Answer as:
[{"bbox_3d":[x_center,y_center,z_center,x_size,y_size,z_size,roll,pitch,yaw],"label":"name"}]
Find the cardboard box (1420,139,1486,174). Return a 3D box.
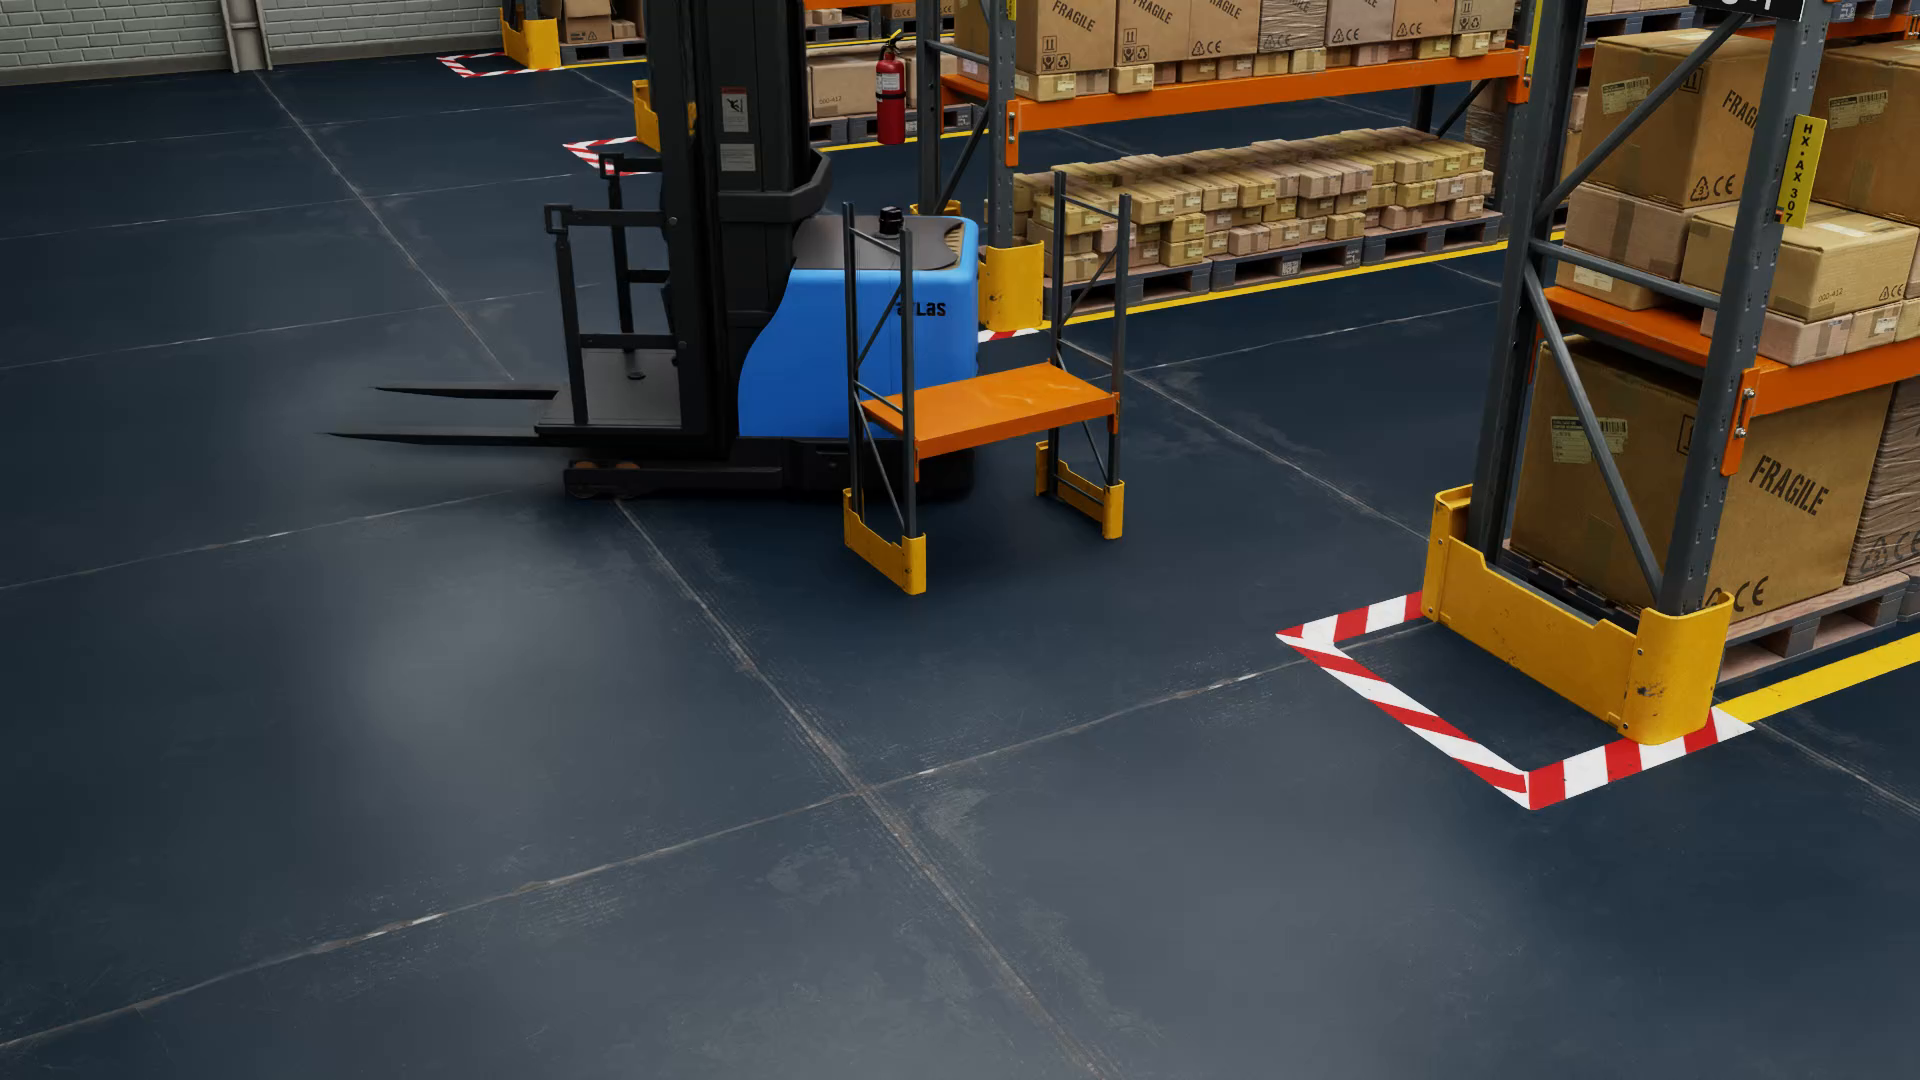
[{"bbox_3d":[3.360,-2.622,11.367,0.250,0.149,0.380,-12,28,-24],"label":"cardboard box"}]

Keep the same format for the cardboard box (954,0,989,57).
[{"bbox_3d":[0.297,-3.176,9.940,0.500,0.500,0.500,-12,28,-24],"label":"cardboard box"}]

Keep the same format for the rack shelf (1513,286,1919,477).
[{"bbox_3d":[4.031,-0.975,6.647,4.000,0.370,1.077,-13,29,-25],"label":"rack shelf"}]

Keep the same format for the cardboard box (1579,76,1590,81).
[{"bbox_3d":[4.796,-3.181,11.947,0.500,0.250,0.500,-12,28,-24],"label":"cardboard box"}]

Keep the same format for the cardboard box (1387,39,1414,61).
[{"bbox_3d":[2.710,-3.209,10.758,0.250,0.149,0.380,-14,29,-27],"label":"cardboard box"}]

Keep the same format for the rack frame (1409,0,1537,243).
[{"bbox_3d":[3.551,-3.622,11.328,0.127,3.000,1.000,-13,29,-25],"label":"rack frame"}]

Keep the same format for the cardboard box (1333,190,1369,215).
[{"bbox_3d":[2.479,-2.280,10.999,0.250,0.149,0.380,-12,28,-24],"label":"cardboard box"}]

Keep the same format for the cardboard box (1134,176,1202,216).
[{"bbox_3d":[1.293,-2.143,10.369,0.250,0.149,0.380,-15,29,-28],"label":"cardboard box"}]

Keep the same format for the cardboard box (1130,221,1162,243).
[{"bbox_3d":[1.047,-1.972,10.356,0.250,0.149,0.380,-13,28,-24],"label":"cardboard box"}]

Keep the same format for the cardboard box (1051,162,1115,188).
[{"bbox_3d":[0.787,-2.315,10.726,0.250,0.149,0.380,-14,29,-26],"label":"cardboard box"}]

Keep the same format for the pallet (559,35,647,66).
[{"bbox_3d":[-3.966,-5.493,18.447,1.213,0.211,1.003,-13,29,-25],"label":"pallet"}]

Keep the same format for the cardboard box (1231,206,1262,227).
[{"bbox_3d":[1.734,-2.144,10.715,0.250,0.149,0.380,-11,28,-22],"label":"cardboard box"}]

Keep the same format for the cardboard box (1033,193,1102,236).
[{"bbox_3d":[0.644,-1.956,9.980,0.250,0.149,0.380,-14,29,-27],"label":"cardboard box"}]

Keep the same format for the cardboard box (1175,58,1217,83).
[{"bbox_3d":[1.345,-2.888,10.089,0.250,0.149,0.380,-13,29,-26],"label":"cardboard box"}]

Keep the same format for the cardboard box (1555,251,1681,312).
[{"bbox_3d":[2.426,-0.977,6.110,0.250,0.149,0.380,-12,28,-24],"label":"cardboard box"}]

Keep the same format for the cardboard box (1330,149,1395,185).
[{"bbox_3d":[2.671,-2.479,11.068,0.250,0.149,0.380,-12,28,-23],"label":"cardboard box"}]

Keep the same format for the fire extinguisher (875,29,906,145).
[{"bbox_3d":[-0.418,-2.729,9.989,0.183,0.674,0.296,-13,29,-25],"label":"fire extinguisher"}]

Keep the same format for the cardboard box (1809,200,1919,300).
[{"bbox_3d":[3.273,-1.062,5.825,0.500,0.250,0.500,-13,29,-26],"label":"cardboard box"}]

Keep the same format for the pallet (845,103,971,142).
[{"bbox_3d":[-0.653,-3.859,15.044,1.213,0.211,1.003,-13,29,-25],"label":"pallet"}]

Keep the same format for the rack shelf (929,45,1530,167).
[{"bbox_3d":[1.786,-2.890,10.635,4.000,0.370,1.077,-13,29,-25],"label":"rack shelf"}]

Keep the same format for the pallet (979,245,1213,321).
[{"bbox_3d":[0.822,-1.717,10.583,1.213,0.211,1.003,-13,29,-25],"label":"pallet"}]

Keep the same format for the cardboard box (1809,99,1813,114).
[{"bbox_3d":[6.163,-3.161,12.770,0.500,0.500,0.500,-12,28,-23],"label":"cardboard box"}]

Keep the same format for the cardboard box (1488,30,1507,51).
[{"bbox_3d":[3.409,-3.361,11.075,0.250,0.149,0.380,-13,29,-26],"label":"cardboard box"}]

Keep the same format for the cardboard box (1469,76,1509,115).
[{"bbox_3d":[4.089,-3.271,12.133,0.500,0.250,0.500,-14,29,-26],"label":"cardboard box"}]

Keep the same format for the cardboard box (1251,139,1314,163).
[{"bbox_3d":[2.196,-2.617,11.356,0.250,0.149,0.380,-12,28,-24],"label":"cardboard box"}]

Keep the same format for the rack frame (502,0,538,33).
[{"bbox_3d":[-4.736,-6.572,17.472,0.127,3.000,1.000,-13,29,-25],"label":"rack frame"}]

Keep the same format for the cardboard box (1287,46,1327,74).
[{"bbox_3d":[2.064,-3.015,10.354,0.250,0.149,0.380,-12,28,-24],"label":"cardboard box"}]

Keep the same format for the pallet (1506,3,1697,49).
[{"bbox_3d":[4.294,-3.635,11.578,1.213,0.211,1.003,-13,29,-25],"label":"pallet"}]

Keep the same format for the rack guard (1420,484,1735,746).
[{"bbox_3d":[2.245,0.240,6.174,0.348,0.500,1.175,-13,29,-25],"label":"rack guard"}]

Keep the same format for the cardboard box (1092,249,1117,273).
[{"bbox_3d":[0.827,-1.780,10.301,0.250,0.149,0.380,-13,29,-25],"label":"cardboard box"}]

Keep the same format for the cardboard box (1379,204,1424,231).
[{"bbox_3d":[2.894,-2.216,11.209,0.250,0.149,0.380,-14,29,-27],"label":"cardboard box"}]

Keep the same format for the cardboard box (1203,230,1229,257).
[{"bbox_3d":[1.500,-1.932,10.617,0.250,0.149,0.380,-13,29,-25],"label":"cardboard box"}]

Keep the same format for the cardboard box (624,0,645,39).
[{"bbox_3d":[-3.379,-5.882,18.438,0.500,0.500,0.700,-12,28,-23],"label":"cardboard box"}]

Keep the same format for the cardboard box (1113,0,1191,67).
[{"bbox_3d":[1.008,-3.091,9.763,0.500,0.500,0.500,-13,29,-25],"label":"cardboard box"}]

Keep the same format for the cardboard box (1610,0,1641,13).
[{"bbox_3d":[4.357,-3.661,11.215,0.250,0.149,0.380,-13,28,-24],"label":"cardboard box"}]

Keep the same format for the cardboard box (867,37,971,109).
[{"bbox_3d":[-0.261,-4.256,15.125,0.875,0.438,0.875,-14,29,-27],"label":"cardboard box"}]

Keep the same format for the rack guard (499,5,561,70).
[{"bbox_3d":[-4.669,-5.460,18.045,0.348,0.500,1.175,-13,29,-25],"label":"rack guard"}]

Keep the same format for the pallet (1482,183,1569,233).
[{"bbox_3d":[4.237,-2.524,12.263,1.213,0.211,1.003,-13,29,-25],"label":"pallet"}]

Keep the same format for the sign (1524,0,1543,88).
[{"bbox_3d":[2.023,-1.731,5.778,0.005,0.325,0.100,-13,29,-25],"label":"sign"}]

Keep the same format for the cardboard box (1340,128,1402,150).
[{"bbox_3d":[2.879,-2.770,11.674,0.250,0.149,0.380,-12,28,-23],"label":"cardboard box"}]

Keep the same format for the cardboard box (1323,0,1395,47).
[{"bbox_3d":[2.359,-3.388,10.382,0.500,0.500,0.500,-13,29,-25],"label":"cardboard box"}]

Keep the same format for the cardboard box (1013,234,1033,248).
[{"bbox_3d":[0.388,-1.898,10.546,0.250,0.149,0.380,-12,28,-24],"label":"cardboard box"}]

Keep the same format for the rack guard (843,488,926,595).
[{"bbox_3d":[-0.320,-0.002,6.966,0.087,0.250,0.587,-15,29,-28],"label":"rack guard"}]

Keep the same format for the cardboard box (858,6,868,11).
[{"bbox_3d":[-0.912,-6.662,20.063,0.500,0.500,0.500,-13,29,-25],"label":"cardboard box"}]

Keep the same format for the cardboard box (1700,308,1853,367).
[{"bbox_3d":[2.735,-0.725,5.585,0.250,0.149,0.380,-13,28,-25],"label":"cardboard box"}]

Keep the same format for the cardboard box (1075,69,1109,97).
[{"bbox_3d":[0.667,-2.702,9.703,0.250,0.149,0.380,-12,28,-23],"label":"cardboard box"}]

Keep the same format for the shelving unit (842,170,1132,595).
[{"bbox_3d":[0.104,-0.679,6.931,1.083,1.500,0.587,-15,29,-28],"label":"shelving unit"}]

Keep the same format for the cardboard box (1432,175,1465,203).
[{"bbox_3d":[3.190,-2.415,11.278,0.250,0.149,0.380,-14,29,-28],"label":"cardboard box"}]

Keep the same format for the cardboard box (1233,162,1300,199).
[{"bbox_3d":[1.973,-2.320,10.737,0.250,0.149,0.380,-13,29,-25],"label":"cardboard box"}]

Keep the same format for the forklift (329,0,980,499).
[{"bbox_3d":[-1.428,-1.737,7.482,3.031,2.935,1.130,1,26,2],"label":"forklift"}]

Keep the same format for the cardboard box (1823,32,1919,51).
[{"bbox_3d":[7.660,-3.701,13.607,0.750,0.750,1.050,-13,29,-26],"label":"cardboard box"}]

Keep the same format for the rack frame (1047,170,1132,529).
[{"bbox_3d":[0.545,-0.796,7.176,0.032,1.500,0.500,-15,29,-28],"label":"rack frame"}]

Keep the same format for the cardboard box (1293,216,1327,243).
[{"bbox_3d":[2.190,-2.078,10.920,0.250,0.149,0.380,-12,28,-24],"label":"cardboard box"}]

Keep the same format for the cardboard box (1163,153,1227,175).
[{"bbox_3d":[1.541,-2.430,10.968,0.250,0.149,0.380,-14,29,-27],"label":"cardboard box"}]

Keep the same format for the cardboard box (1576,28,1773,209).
[{"bbox_3d":[2.573,-1.496,5.864,0.500,0.500,0.500,-13,28,-24],"label":"cardboard box"}]
